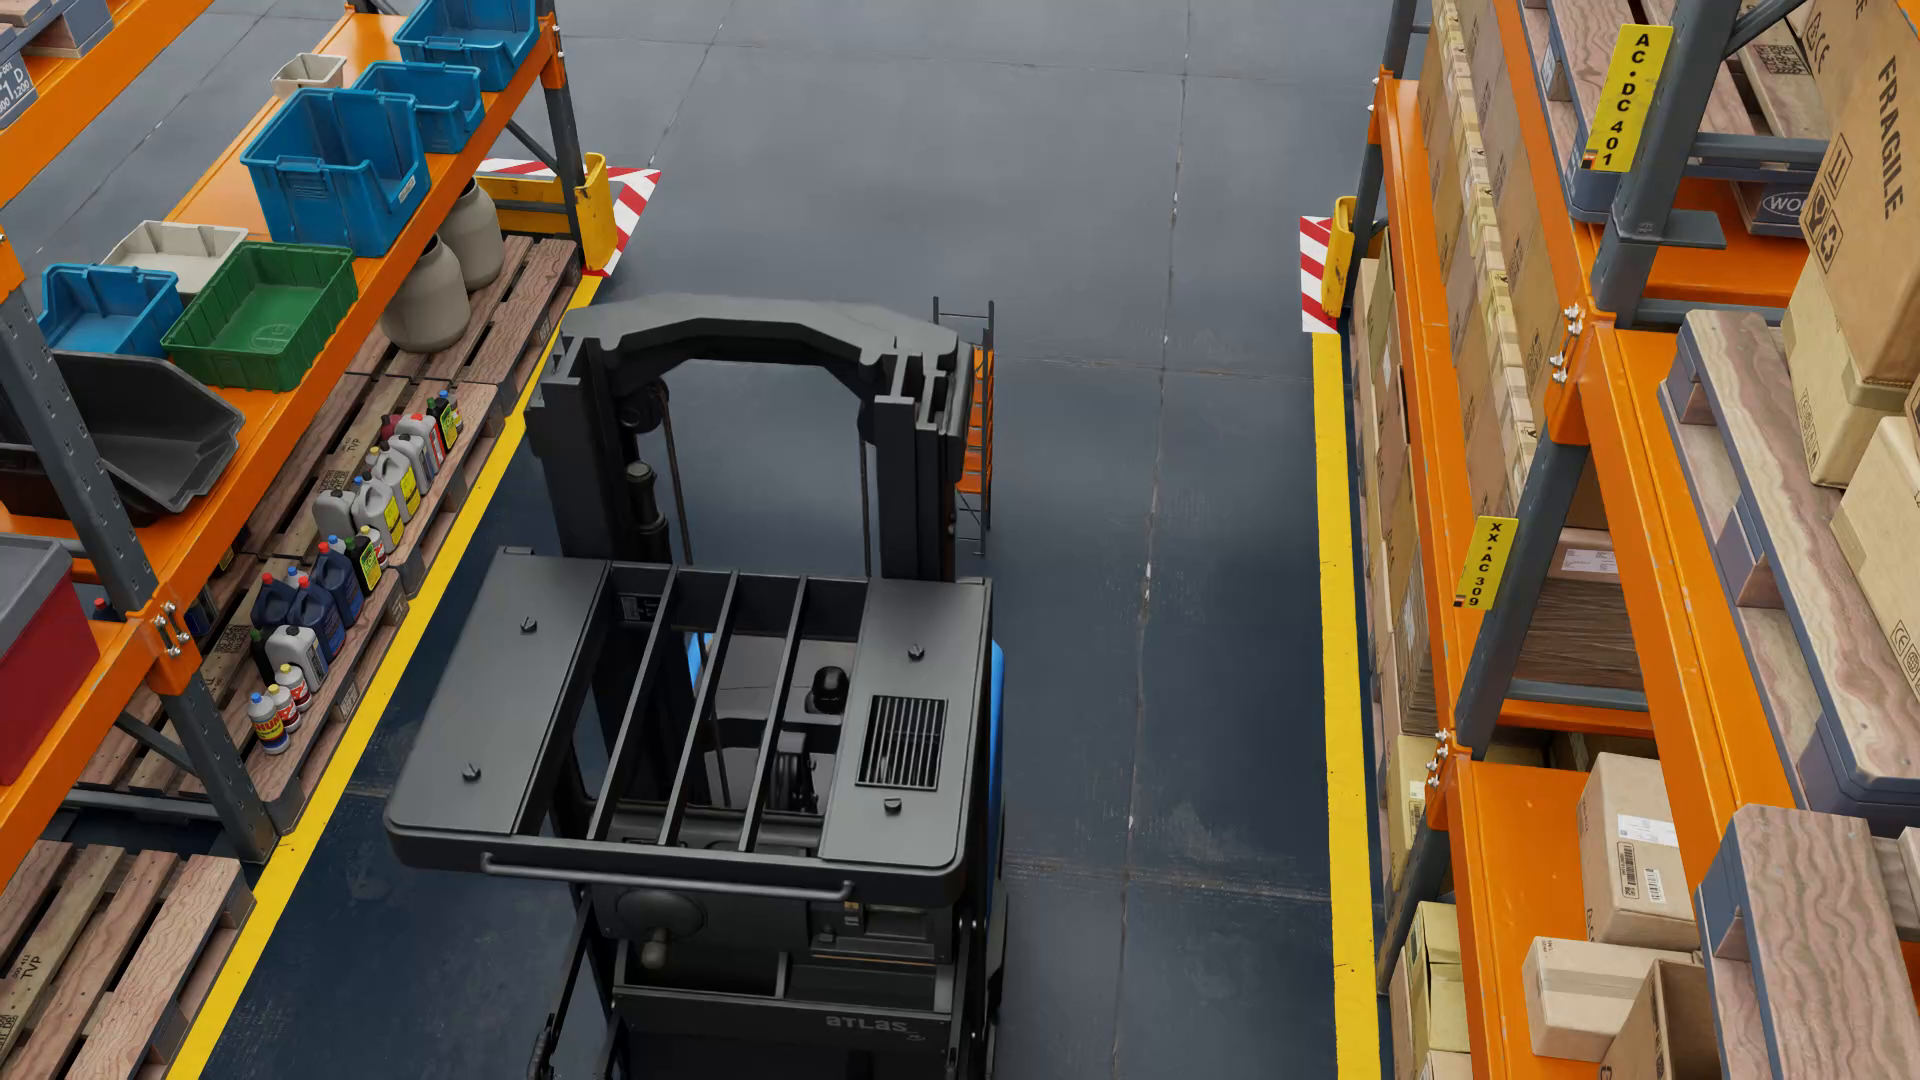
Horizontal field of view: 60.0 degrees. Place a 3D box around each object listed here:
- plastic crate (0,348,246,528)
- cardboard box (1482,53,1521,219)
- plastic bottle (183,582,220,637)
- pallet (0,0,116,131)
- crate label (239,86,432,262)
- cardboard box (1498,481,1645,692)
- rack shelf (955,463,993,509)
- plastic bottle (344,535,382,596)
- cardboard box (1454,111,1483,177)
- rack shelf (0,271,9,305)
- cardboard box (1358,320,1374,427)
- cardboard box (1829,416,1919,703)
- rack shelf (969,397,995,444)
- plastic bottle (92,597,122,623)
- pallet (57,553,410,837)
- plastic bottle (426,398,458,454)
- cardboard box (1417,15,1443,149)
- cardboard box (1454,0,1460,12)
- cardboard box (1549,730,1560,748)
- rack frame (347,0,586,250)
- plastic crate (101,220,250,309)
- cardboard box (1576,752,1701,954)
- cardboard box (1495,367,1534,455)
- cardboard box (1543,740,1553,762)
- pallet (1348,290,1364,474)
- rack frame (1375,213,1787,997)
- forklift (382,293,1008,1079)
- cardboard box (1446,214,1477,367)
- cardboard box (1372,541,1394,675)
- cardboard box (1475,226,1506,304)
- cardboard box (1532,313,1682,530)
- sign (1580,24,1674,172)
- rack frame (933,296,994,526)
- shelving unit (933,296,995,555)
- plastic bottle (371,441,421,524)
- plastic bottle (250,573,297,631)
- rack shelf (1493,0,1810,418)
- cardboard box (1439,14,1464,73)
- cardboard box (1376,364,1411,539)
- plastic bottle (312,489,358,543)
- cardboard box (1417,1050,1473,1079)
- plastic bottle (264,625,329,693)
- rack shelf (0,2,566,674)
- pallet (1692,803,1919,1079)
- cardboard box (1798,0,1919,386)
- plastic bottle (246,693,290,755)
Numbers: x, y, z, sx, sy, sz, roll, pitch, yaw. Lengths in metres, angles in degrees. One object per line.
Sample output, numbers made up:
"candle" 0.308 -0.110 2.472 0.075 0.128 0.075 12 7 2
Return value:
"plastic crate" -2.801 -0.321 5.452 0.767 0.338 0.504 5 44 6
"cardboard box" 2.164 -1.382 5.511 0.700 0.500 0.500 5 44 6
"plastic bottle" -3.022 0.232 6.485 0.152 0.276 0.135 5 44 6
"pallet" -2.998 -1.519 4.628 1.213 0.211 1.003 5 44 6
"crate label" -2.443 -1.458 6.582 0.502 0.435 0.616 5 44 6
"cardboard box" 1.965 0.116 4.874 0.700 0.500 0.500 4 44 4
"rack shelf" 0.002 -0.239 7.043 0.258 0.103 0.180 5 44 6
"plastic bottle" -2.391 0.079 6.641 0.061 0.283 0.133 7 44 7
"cardboard box" 2.008 -1.417 6.021 0.380 0.149 0.250 5 44 5
"rack shelf" -3.261 0.537 2.843 1.077 0.370 4.000 5 44 6
"cardboard box" 2.088 -0.739 7.543 0.500 0.250 0.500 5 44 6
"cardboard box" 1.752 0.061 2.626 0.500 0.250 0.500 1 43 1
"rack shelf" 0.002 -0.500 6.796 0.258 0.103 0.180 5 44 6
"plastic bottle" -3.197 0.339 6.317 0.144 0.351 0.185 4 44 4
"pallet" -2.867 0.561 6.504 1.003 0.211 1.213 5 44 6
"plastic bottle" -2.273 -0.525 7.278 0.061 0.283 0.133 6 44 7
"cardboard box" 2.367 -1.991 7.098 0.700 0.500 0.500 5 44 6
"cardboard box" 2.360 -2.426 6.614 0.700 0.500 0.500 5 44 6
"cardboard box" 2.343 0.399 5.795 0.500 0.500 0.500 5 44 6
"rack frame" -2.468 -2.724 7.945 1.000 3.000 0.127 5 44 6
"plastic crate" -3.033 -1.032 6.350 0.530 0.136 0.437 5 44 6
"cardboard box" 1.891 0.849 4.281 0.500 0.250 0.500 8 44 8
"cardboard box" 1.803 -0.369 4.913 0.380 0.149 0.250 4 44 4
"cardboard box" 2.346 0.672 6.053 0.500 0.250 0.500 5 44 6
"pallet" 2.382 -0.734 7.871 1.003 0.211 1.213 5 44 6
"rack frame" 1.913 0.455 4.588 1.000 3.000 0.127 5 44 6
"forklift" -0.495 1.001 4.061 1.130 2.935 3.031 4 44 4
"cardboard box" 2.165 -0.935 5.983 0.700 0.500 0.500 6 44 7
"cardboard box" 1.885 0.283 6.464 0.500 0.250 0.500 5 44 6
"cardboard box" 1.906 -0.887 5.461 0.380 0.149 0.250 6 44 7
"cardboard box" 1.965 -0.356 4.428 0.700 0.500 0.500 5 44 6
"sign" 1.362 -0.900 3.404 0.100 0.325 0.005 5 44 6
"rack frame" 0.014 -0.508 6.914 0.240 1.200 0.006 5 44 6
"shelving unit" 0.002 -0.446 6.848 0.258 1.200 0.189 5 44 6
"plastic bottle" -2.373 -0.253 6.943 0.144 0.351 0.185 7 44 7
"plastic bottle" -2.622 0.279 6.381 0.144 0.351 0.185 5 44 6
"rack shelf" 2.177 -1.736 5.244 1.077 0.370 4.000 5 44 6
"cardboard box" 2.110 -1.945 6.578 0.380 0.149 0.250 5 44 6
"cardboard box" 1.949 -0.330 6.566 0.500 0.500 0.500 5 44 6
"plastic bottle" -2.548 -0.096 6.830 0.152 0.276 0.135 5 44 6
"cardboard box" 1.540 1.697 4.563 0.500 0.311 0.500 5 44 5
"plastic bottle" -2.504 0.431 6.274 0.152 0.276 0.135 7 44 7
"rack shelf" -2.732 -1.100 6.753 1.077 0.370 4.000 5 44 6
"pallet" 1.530 0.927 2.045 1.003 0.211 1.213 7 44 7
"cardboard box" 1.792 -0.588 2.766 0.500 0.500 0.500 6 44 6
"plastic bottle" -2.520 0.656 6.040 0.097 0.271 0.097 0 43 0
